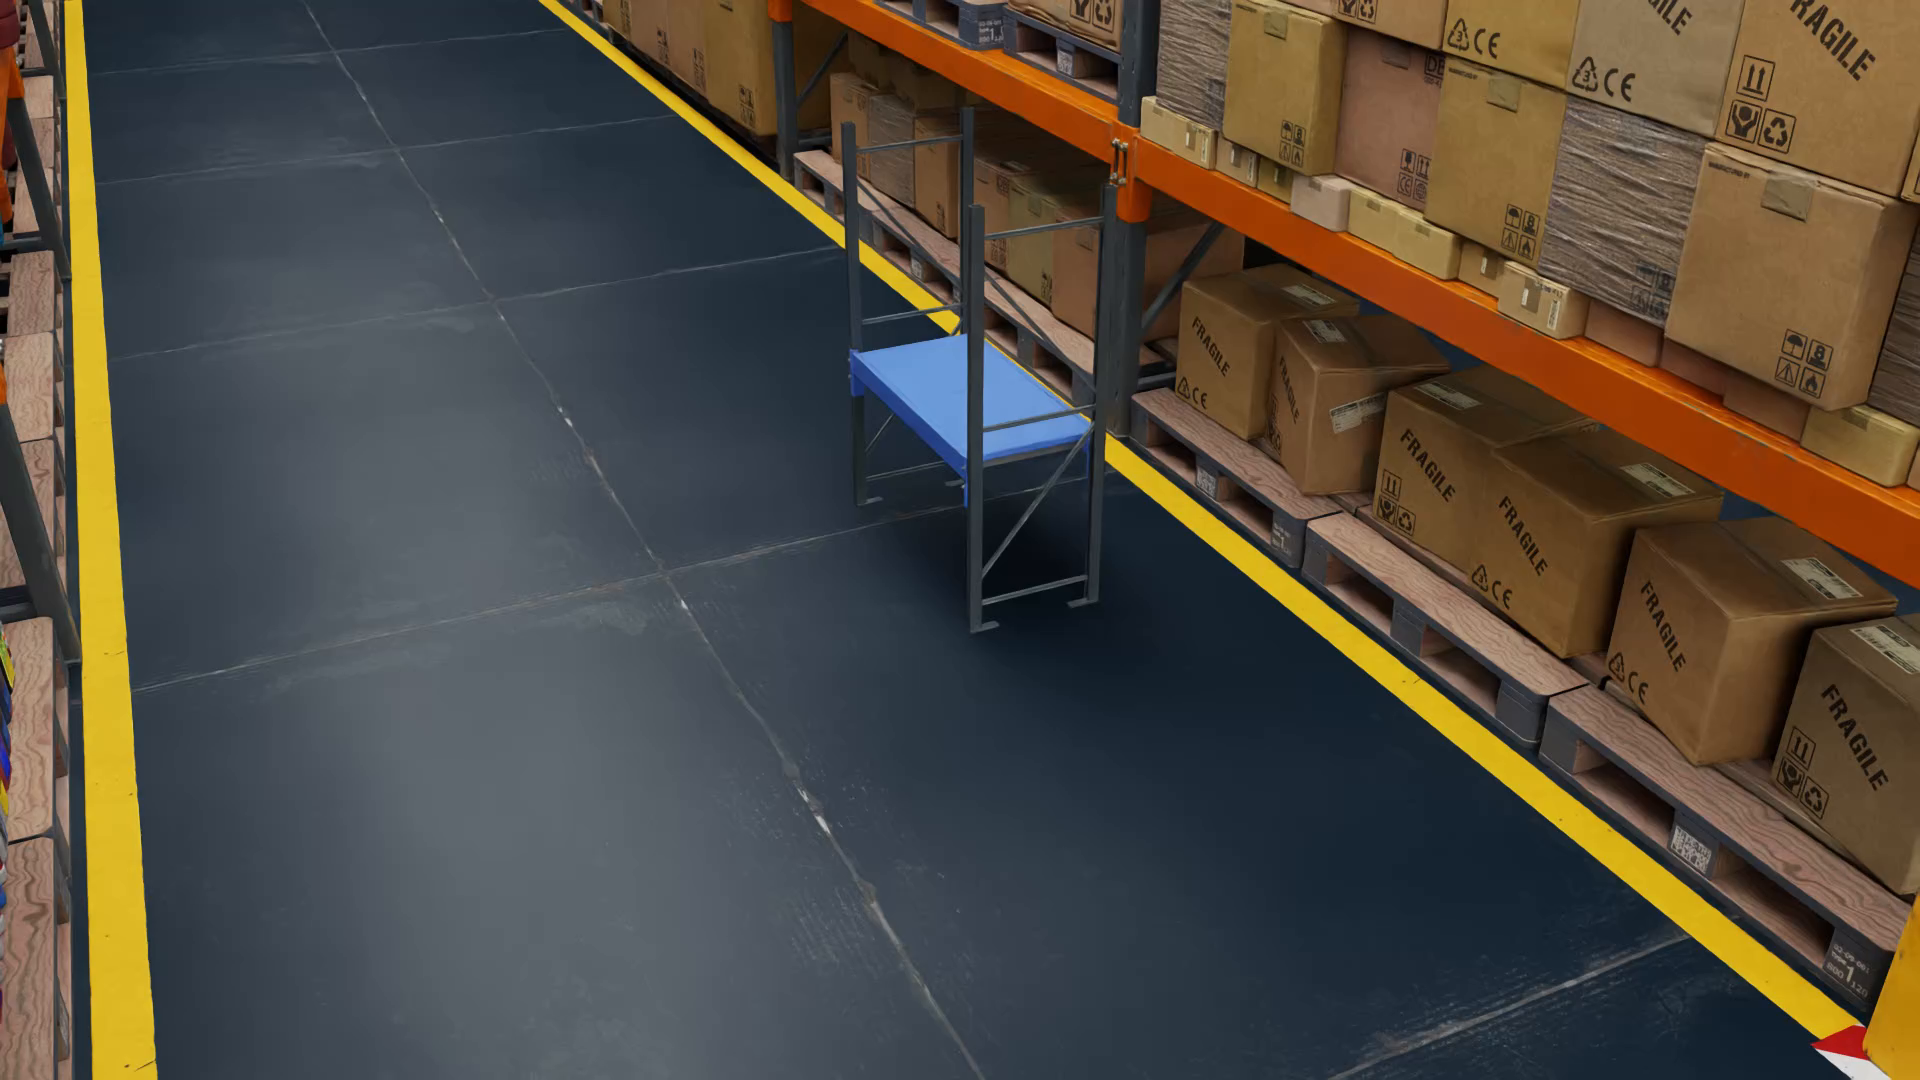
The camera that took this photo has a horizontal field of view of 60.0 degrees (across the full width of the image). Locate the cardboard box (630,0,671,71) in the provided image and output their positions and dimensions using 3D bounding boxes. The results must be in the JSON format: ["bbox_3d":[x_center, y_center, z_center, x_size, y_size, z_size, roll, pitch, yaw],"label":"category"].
[{"bbox_3d":[-1.671,-3.975,12.014,1.225,0.875,0.875,-14,32,-24],"label":"cardboard box"}]

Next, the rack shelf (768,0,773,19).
[{"bbox_3d":[-1.489,-4.194,11.398,1.077,0.370,4.000,-13,32,-22],"label":"rack shelf"}]

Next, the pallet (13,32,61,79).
[{"bbox_3d":[-7.172,-3.452,12.190,1.003,0.211,1.213,-13,32,-22],"label":"pallet"}]

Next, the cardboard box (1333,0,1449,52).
[{"bbox_3d":[1.480,-1.773,4.916,0.500,0.500,0.500,-13,32,-22],"label":"cardboard box"}]

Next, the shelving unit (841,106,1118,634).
[{"bbox_3d":[0.037,-0.616,5.816,0.538,1.500,1.048,-13,32,-22],"label":"shelving unit"}]

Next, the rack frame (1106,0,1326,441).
[{"bbox_3d":[1.087,-1.857,6.495,1.000,3.000,0.127,-13,32,-22],"label":"rack frame"}]

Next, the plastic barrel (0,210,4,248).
[{"bbox_3d":[-3.279,-1.270,4.936,0.600,0.901,0.708,-13,32,-22],"label":"plastic barrel"}]

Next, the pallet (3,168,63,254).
[{"bbox_3d":[-5.480,-1.707,9.079,1.003,0.211,1.213,-13,32,-22],"label":"pallet"}]

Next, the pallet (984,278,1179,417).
[{"bbox_3d":[0.751,-0.985,7.790,1.003,0.211,1.213,-13,32,-22],"label":"pallet"}]

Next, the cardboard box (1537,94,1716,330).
[{"bbox_3d":[2.094,-0.938,4.450,0.875,0.500,0.500,-13,32,-22],"label":"cardboard box"}]

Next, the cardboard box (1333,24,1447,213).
[{"bbox_3d":[1.712,-1.391,5.257,0.875,0.500,0.500,-13,32,-22],"label":"cardboard box"}]

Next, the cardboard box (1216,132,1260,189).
[{"bbox_3d":[1.135,-1.372,5.886,0.380,0.149,0.250,-13,32,-22],"label":"cardboard box"}]

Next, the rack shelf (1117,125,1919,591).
[{"bbox_3d":[1.945,-0.660,5.096,1.077,0.370,4.000,-13,32,-22],"label":"rack shelf"}]

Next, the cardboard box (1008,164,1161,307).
[{"bbox_3d":[0.655,-1.449,7.874,0.700,0.500,0.500,-13,32,-22],"label":"cardboard box"}]

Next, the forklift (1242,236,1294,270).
[{"bbox_3d":[1.805,-3.334,9.198,1.130,2.935,3.031,12,31,20],"label":"forklift"}]

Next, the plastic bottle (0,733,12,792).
[{"bbox_3d":[-2.660,0.548,4.534,0.061,0.283,0.133,-11,31,-19],"label":"plastic bottle"}]

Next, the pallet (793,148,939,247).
[{"bbox_3d":[-0.296,-2.062,9.712,1.003,0.211,1.213,-13,32,-22],"label":"pallet"}]

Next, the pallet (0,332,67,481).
[{"bbox_3d":[-4.287,-0.479,6.889,1.003,0.211,1.213,-13,32,-22],"label":"pallet"}]

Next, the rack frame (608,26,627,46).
[{"bbox_3d":[-2.348,-5.391,12.797,1.000,3.000,0.127,-13,32,-22],"label":"rack frame"}]

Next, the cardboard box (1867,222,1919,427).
[{"bbox_3d":[2.592,-0.512,3.691,0.875,0.500,0.500,-13,32,-22],"label":"cardboard box"}]

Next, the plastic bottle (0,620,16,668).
[{"bbox_3d":[-2.950,0.306,5.048,0.097,0.201,0.097,0,29,0],"label":"plastic bottle"}]

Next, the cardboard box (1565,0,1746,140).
[{"bbox_3d":[1.912,-1.332,4.130,0.500,0.500,0.500,-13,32,-22],"label":"cardboard box"}]

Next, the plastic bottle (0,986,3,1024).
[{"bbox_3d":[-2.247,0.972,3.776,0.061,0.283,0.133,-13,32,-21],"label":"plastic bottle"}]

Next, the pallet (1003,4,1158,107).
[{"bbox_3d":[0.890,-2.142,7.199,1.003,0.211,1.213,-13,32,-22],"label":"pallet"}]

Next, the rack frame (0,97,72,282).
[{"bbox_3d":[-5.104,-2.584,7.792,1.000,3.000,0.127,-13,32,-22],"label":"rack frame"}]

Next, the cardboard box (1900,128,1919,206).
[{"bbox_3d":[2.345,-0.891,3.343,0.500,0.500,0.500,-13,32,-22],"label":"cardboard box"}]

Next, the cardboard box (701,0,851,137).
[{"bbox_3d":[-0.908,-3.190,10.615,1.225,0.875,0.875,-15,32,-24],"label":"cardboard box"}]

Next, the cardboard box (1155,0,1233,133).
[{"bbox_3d":[1.224,-1.819,6.020,0.875,0.500,0.500,-13,32,-22],"label":"cardboard box"}]

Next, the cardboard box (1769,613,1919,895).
[{"bbox_3d":[2.551,0.537,4.351,0.500,0.500,0.500,-7,30,-13],"label":"cardboard box"}]

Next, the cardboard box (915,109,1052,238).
[{"bbox_3d":[0.174,-1.943,8.754,0.700,0.500,0.500,-10,31,-18],"label":"cardboard box"}]

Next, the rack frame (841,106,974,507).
[{"bbox_3d":[-0.182,-0.841,6.216,0.500,1.500,0.032,-13,32,-22],"label":"rack frame"}]

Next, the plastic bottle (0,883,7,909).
[{"bbox_3d":[-2.443,0.796,4.103,0.097,0.271,0.097,0,29,0],"label":"plastic bottle"}]

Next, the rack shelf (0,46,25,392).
[{"bbox_3d":[-4.245,-1.387,6.392,1.077,0.370,4.000,-13,32,-22],"label":"rack shelf"}]

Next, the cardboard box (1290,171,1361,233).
[{"bbox_3d":[1.321,-1.144,5.481,0.380,0.149,0.250,-13,32,-22],"label":"cardboard box"}]

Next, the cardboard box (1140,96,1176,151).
[{"bbox_3d":[0.907,-1.590,6.275,0.380,0.149,0.250,-13,32,-22],"label":"cardboard box"}]

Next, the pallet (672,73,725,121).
[{"bbox_3d":[-1.421,-3.310,11.937,1.003,0.211,1.213,-13,32,-22],"label":"pallet"}]

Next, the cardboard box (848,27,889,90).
[{"bbox_3d":[-0.316,-2.763,9.450,0.500,0.250,0.500,-12,31,-20],"label":"cardboard box"}]

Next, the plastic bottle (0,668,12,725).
[{"bbox_3d":[-2.850,0.370,4.782,0.144,0.351,0.185,-14,32,-23],"label":"plastic bottle"}]

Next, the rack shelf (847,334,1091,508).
[{"bbox_3d":[0.037,-0.460,5.904,0.538,0.185,1.000,-13,32,-22],"label":"rack shelf"}]

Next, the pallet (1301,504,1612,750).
[{"bbox_3d":[1.935,0.188,5.699,1.003,0.211,1.213,-13,32,-22],"label":"pallet"}]

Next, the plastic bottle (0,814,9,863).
[{"bbox_3d":[-2.563,0.703,4.265,0.152,0.276,0.135,-12,32,-21],"label":"plastic bottle"}]

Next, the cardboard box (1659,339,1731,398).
[{"bbox_3d":[2.071,-0.506,4.343,0.380,0.149,0.250,-13,32,-22],"label":"cardboard box"}]

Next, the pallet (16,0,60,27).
[{"bbox_3d":[-8.219,-4.529,14.112,1.003,0.211,1.213,-13,32,-22],"label":"pallet"}]

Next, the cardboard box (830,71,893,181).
[{"bbox_3d":[-0.325,-2.434,9.630,0.700,0.500,0.500,-15,33,-25],"label":"cardboard box"}]

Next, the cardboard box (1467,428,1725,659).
[{"bbox_3d":[2.012,0.000,5.309,0.500,0.500,0.500,-10,31,-17],"label":"cardboard box"}]

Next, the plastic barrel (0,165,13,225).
[{"bbox_3d":[-5.329,-2.033,8.599,0.600,0.830,0.708,-13,32,-22],"label":"plastic barrel"}]

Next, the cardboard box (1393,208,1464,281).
[{"bbox_3d":[1.563,-0.930,5.098,0.380,0.149,0.250,-13,32,-22],"label":"cardboard box"}]

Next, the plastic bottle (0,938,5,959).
[{"bbox_3d":[-2.356,0.886,3.943,0.097,0.271,0.097,0,29,0],"label":"plastic bottle"}]

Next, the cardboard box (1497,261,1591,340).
[{"bbox_3d":[1.756,-0.704,4.695,0.380,0.149,0.250,-13,32,-22],"label":"cardboard box"}]

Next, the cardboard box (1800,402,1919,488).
[{"bbox_3d":[2.234,-0.273,3.928,0.380,0.149,0.250,-13,32,-22],"label":"cardboard box"}]

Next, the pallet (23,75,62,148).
[{"bbox_3d":[-6.528,-2.785,11.001,1.003,0.211,1.213,-13,32,-22],"label":"pallet"}]

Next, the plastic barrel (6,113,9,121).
[{"bbox_3d":[-6.299,-3.062,10.361,0.600,0.901,0.708,-13,32,-22],"label":"plastic barrel"}]

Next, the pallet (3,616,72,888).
[{"bbox_3d":[-3.136,0.704,4.778,1.003,0.211,1.213,-13,32,-22],"label":"pallet"}]

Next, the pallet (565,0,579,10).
[{"bbox_3d":[-3.131,-5.067,15.070,1.003,0.211,1.213,-13,32,-22],"label":"pallet"}]

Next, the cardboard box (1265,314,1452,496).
[{"bbox_3d":[1.475,-0.514,6.226,0.500,0.500,0.500,-3,29,-6],"label":"cardboard box"}]
